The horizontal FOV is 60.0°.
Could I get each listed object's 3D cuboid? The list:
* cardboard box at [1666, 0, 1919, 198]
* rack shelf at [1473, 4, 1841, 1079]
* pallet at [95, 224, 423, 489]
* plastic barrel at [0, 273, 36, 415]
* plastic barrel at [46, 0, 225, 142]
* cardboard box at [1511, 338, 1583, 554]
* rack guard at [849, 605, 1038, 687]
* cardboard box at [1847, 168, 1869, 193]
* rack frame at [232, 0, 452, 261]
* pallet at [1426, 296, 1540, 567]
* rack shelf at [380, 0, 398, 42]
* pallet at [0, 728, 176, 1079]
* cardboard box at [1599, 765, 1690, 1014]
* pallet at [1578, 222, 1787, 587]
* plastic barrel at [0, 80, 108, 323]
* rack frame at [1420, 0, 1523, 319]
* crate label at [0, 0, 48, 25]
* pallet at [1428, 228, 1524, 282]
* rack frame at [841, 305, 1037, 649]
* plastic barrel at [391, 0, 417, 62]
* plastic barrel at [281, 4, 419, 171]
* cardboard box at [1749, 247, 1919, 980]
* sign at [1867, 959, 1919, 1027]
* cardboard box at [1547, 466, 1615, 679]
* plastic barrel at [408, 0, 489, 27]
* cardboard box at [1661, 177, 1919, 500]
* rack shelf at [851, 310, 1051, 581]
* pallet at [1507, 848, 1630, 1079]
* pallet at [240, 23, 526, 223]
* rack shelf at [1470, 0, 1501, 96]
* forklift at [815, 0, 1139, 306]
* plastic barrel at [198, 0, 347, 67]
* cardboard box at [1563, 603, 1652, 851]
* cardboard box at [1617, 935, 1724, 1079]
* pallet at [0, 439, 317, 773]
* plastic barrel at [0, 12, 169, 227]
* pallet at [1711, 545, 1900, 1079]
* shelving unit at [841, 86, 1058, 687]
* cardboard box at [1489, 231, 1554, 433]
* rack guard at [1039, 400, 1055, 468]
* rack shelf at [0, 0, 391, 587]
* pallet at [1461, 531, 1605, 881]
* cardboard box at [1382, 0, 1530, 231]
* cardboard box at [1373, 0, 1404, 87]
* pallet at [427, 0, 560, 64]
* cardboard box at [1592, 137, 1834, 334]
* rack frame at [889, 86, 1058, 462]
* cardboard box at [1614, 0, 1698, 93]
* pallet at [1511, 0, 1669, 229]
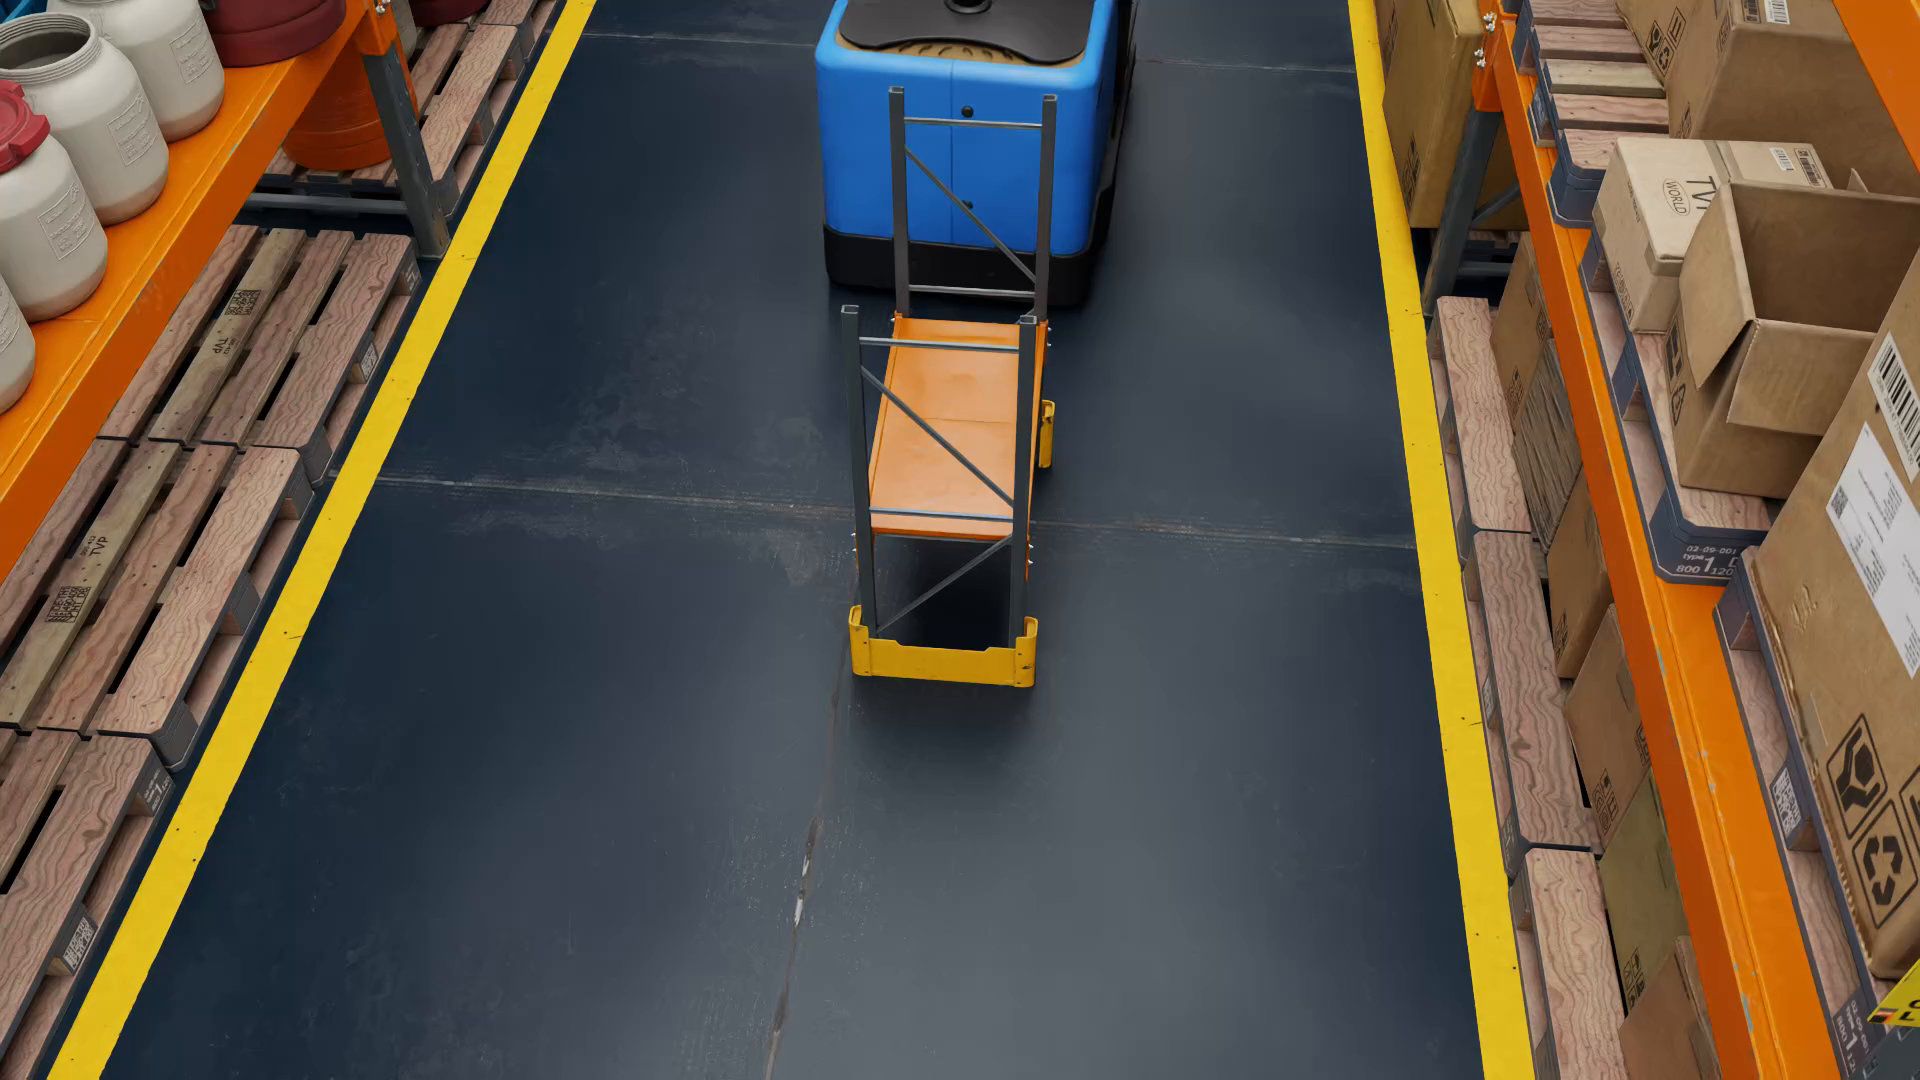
[{"bbox_3d":[2.366,-1.258,4.515,0.700,0.500,0.500,10,48,9],"label":"cardboard box"},{"bbox_3d":[2.144,-0.186,4.375,1.077,0.370,4.000,4,48,4],"label":"rack shelf"},{"bbox_3d":[-2.715,-0.724,6.269,1.003,0.211,1.213,4,48,4],"label":"pallet"},{"bbox_3d":[-2.598,-0.566,4.143,0.433,0.535,0.433,0,48,0],"label":"plastic barrel"},{"bbox_3d":[-2.487,-1.499,5.013,0.421,0.512,0.421,0,48,0],"label":"plastic barrel"},{"bbox_3d":[2.248,-0.301,5.389,0.700,0.500,0.500,0,48,0],"label":"cardboard box"},{"bbox_3d":[-0.052,0.338,5.272,0.587,0.250,0.087,4,48,4],"label":"rack guard"},{"bbox_3d":[2.444,-0.752,4.211,0.396,0.266,0.258,3,48,2],"label":"cardboard box"},{"bbox_3d":[-2.606,-2.232,5.759,1.000,3.000,0.127,4,48,4],"label":"rack frame"},{"bbox_3d":[2.254,-0.384,5.958,1.003,0.211,1.213,4,48,4],"label":"pallet"},{"bbox_3d":[-2.423,-3.459,7.368,1.077,0.370,4.000,4,48,4],"label":"rack shelf"},{"bbox_3d":[-2.937,1.069,4.629,1.003,0.211,1.213,4,48,4],"label":"pallet"},{"bbox_3d":[2.102,0.937,4.256,0.700,0.500,0.500,4,48,3],"label":"cardboard box"},{"bbox_3d":[2.187,-0.377,4.192,1.003,0.211,1.213,4,48,4],"label":"pallet"},{"bbox_3d":[-2.558,-0.884,4.433,0.433,0.535,0.433,0,48,0],"label":"plastic barrel"},{"bbox_3d":[2.327,-1.899,5.454,1.000,3.000,0.127,4,48,4],"label":"rack frame"},{"bbox_3d":[-2.965,-1.532,5.094,0.502,0.435,0.616,4,48,4],"label":"crate label"},{"bbox_3d":[2.474,-1.532,7.008,1.003,0.211,1.213,4,48,4],"label":"pallet"},{"bbox_3d":[-0.054,-0.070,4.798,0.500,1.500,0.032,4,48,4],"label":"rack frame"},{"bbox_3d":[-2.616,-2.316,7.236,0.421,0.512,0.421,0,48,0],"label":"plastic barrel"},{"bbox_3d":[-2.578,-2.002,6.734,0.600,0.830,0.708,4,48,4],"label":"plastic barrel"},{"bbox_3d":[2.174,0.122,2.915,1.000,1.000,1.000,4,48,4],"label":"cardboard box"},{"bbox_3d":[1.409,0.615,2.370,0.100,0.325,0.005,4,48,4],"label":"sign"},{"bbox_3d":[2.203,0.116,5.007,0.700,0.500,0.500,7,48,7],"label":"cardboard box"},{"bbox_3d":[-2.475,-2.750,7.582,0.600,0.588,0.708,4,48,4],"label":"plastic barrel"},{"bbox_3d":[2.028,-0.416,3.743,0.797,0.503,0.637,8,48,8],"label":"cardboard box"},{"bbox_3d":[-0.008,-0.322,5.272,0.538,0.185,1.000,4,48,4],"label":"rack shelf"},{"bbox_3d":[2.032,1.409,4.318,1.003,0.211,1.213,4,48,4],"label":"pallet"},{"bbox_3d":[-2.575,-1.873,7.320,1.003,0.211,1.213,4,48,4],"label":"pallet"},{"bbox_3d":[2.509,-3.126,7.064,1.077,0.370,4.000,4,48,4],"label":"rack shelf"},{"bbox_3d":[0.212,-3.005,6.512,1.130,2.935,3.031,7,48,6],"label":"forklift"},{"bbox_3d":[-2.346,-1.916,5.378,0.600,0.536,0.708,4,48,4],"label":"plastic barrel"},{"bbox_3d":[2.152,0.526,4.632,0.700,0.500,0.500,0,48,0],"label":"cardboard box"},{"bbox_3d":[2.040,1.286,3.937,0.700,0.500,0.500,1,48,1],"label":"cardboard box"},{"bbox_3d":[-2.829,0.170,5.452,1.003,0.211,1.213,4,48,4],"label":"pallet"},{"bbox_3d":[-2.525,-1.190,4.730,0.421,0.512,0.421,0,48,0],"label":"plastic barrel"},{"bbox_3d":[2.177,0.553,3.341,1.003,0.211,1.213,4,48,4],"label":"pallet"},{"bbox_3d":[-0.007,-0.450,5.145,0.587,1.500,1.083,4,48,4],"label":"shelving unit"},{"bbox_3d":[2.286,-0.710,5.762,0.700,0.500,0.500,2,48,1],"label":"cardboard box"},{"bbox_3d":[0.038,-0.394,5.941,0.587,0.250,0.087,4,48,4],"label":"rack guard"},{"bbox_3d":[-2.788,-0.519,4.680,1.077,0.370,4.000,4,48,4],"label":"rack shelf"},{"bbox_3d":[2.140,0.510,5.140,1.003,0.211,1.213,4,48,4],"label":"pallet"},{"bbox_3d":[2.410,-1.829,6.545,1.225,0.875,0.875,2,48,2],"label":"cardboard box"},{"bbox_3d":[2.499,-2.484,7.144,1.225,0.875,0.875,4,48,4],"label":"cardboard box"},{"bbox_3d":[-2.461,-2.767,8.138,1.003,0.211,1.213,4,48,4],"label":"pallet"},{"bbox_3d":[1.945,-0.774,4.242,0.500,0.250,0.500,3,48,2],"label":"cardboard box"},{"bbox_3d":[0.039,-0.817,5.481,0.500,1.500,0.032,4,48,4],"label":"rack frame"},{"bbox_3d":[2.317,-1.675,4.897,0.500,0.500,0.500,-1,48,-1],"label":"cardboard box"},{"bbox_3d":[2.368,-1.303,5.039,1.213,0.211,1.003,4,48,4],"label":"pallet"}]
